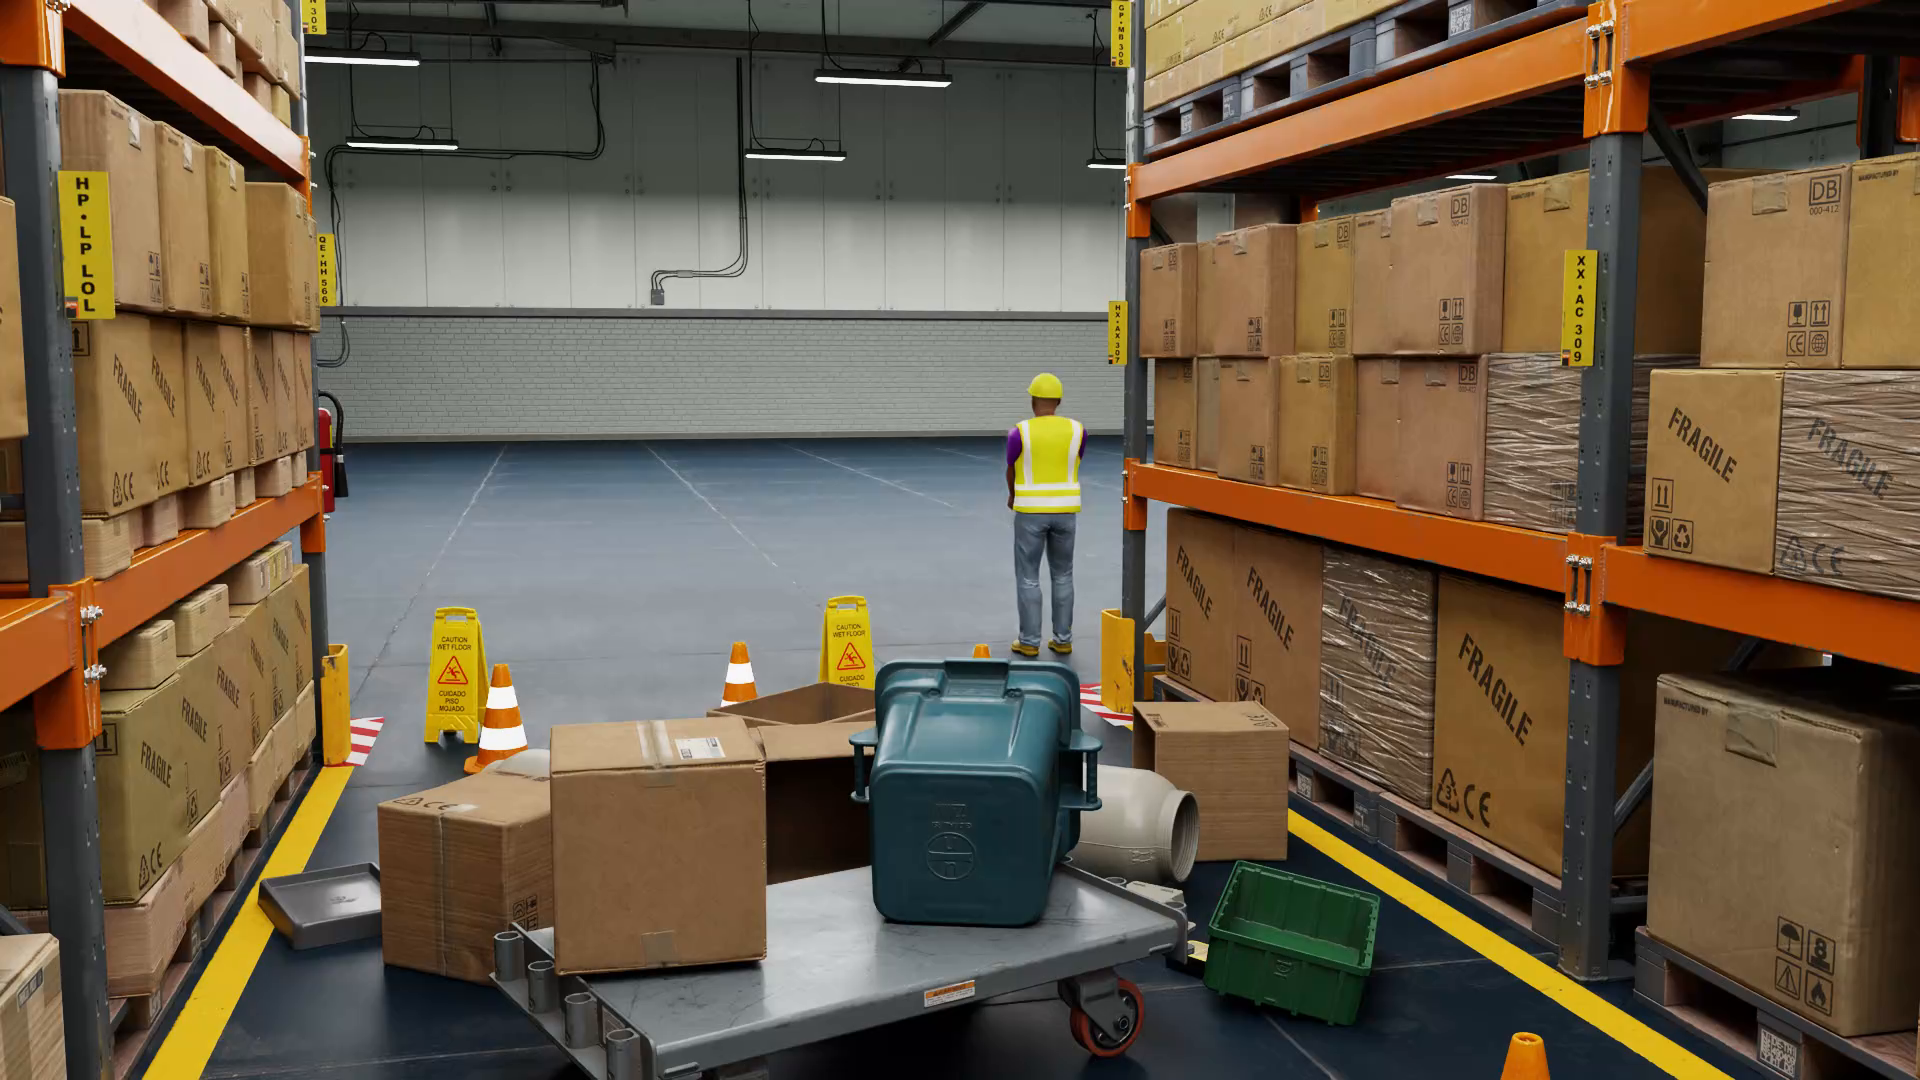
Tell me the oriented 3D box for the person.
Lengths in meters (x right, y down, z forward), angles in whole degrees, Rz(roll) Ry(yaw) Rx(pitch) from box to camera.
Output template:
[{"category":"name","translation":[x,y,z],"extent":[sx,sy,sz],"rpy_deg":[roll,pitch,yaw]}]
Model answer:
[{"category":"person","translation":[0.522,-0.165,10.423],"extent":[0.504,1.760,0.446],"rpy_deg":[-1,6,-13]}]
